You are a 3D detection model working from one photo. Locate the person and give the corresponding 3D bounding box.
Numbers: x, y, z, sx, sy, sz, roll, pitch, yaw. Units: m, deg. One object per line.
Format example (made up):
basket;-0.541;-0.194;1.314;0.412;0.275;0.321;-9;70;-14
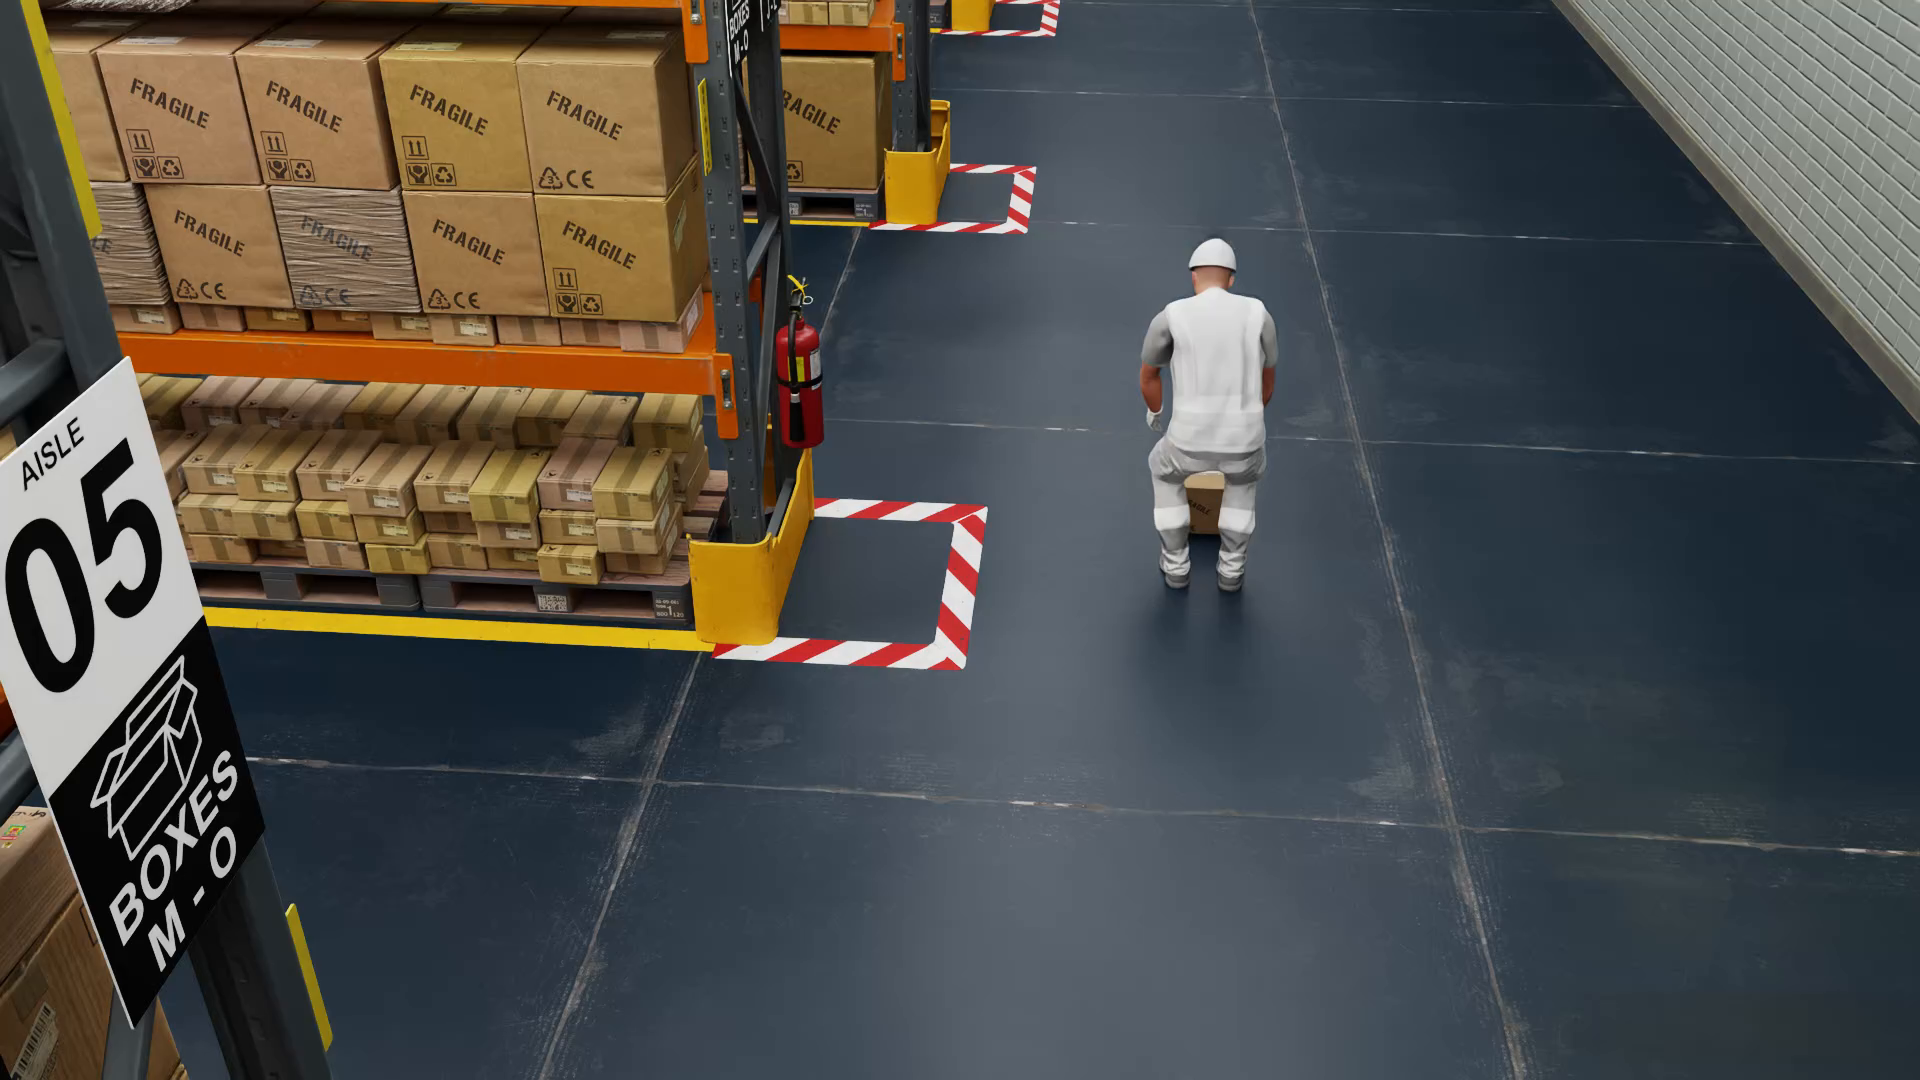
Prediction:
person;1.060;-0.512;7.218;0.581;1.500;0.711;3;32;4
